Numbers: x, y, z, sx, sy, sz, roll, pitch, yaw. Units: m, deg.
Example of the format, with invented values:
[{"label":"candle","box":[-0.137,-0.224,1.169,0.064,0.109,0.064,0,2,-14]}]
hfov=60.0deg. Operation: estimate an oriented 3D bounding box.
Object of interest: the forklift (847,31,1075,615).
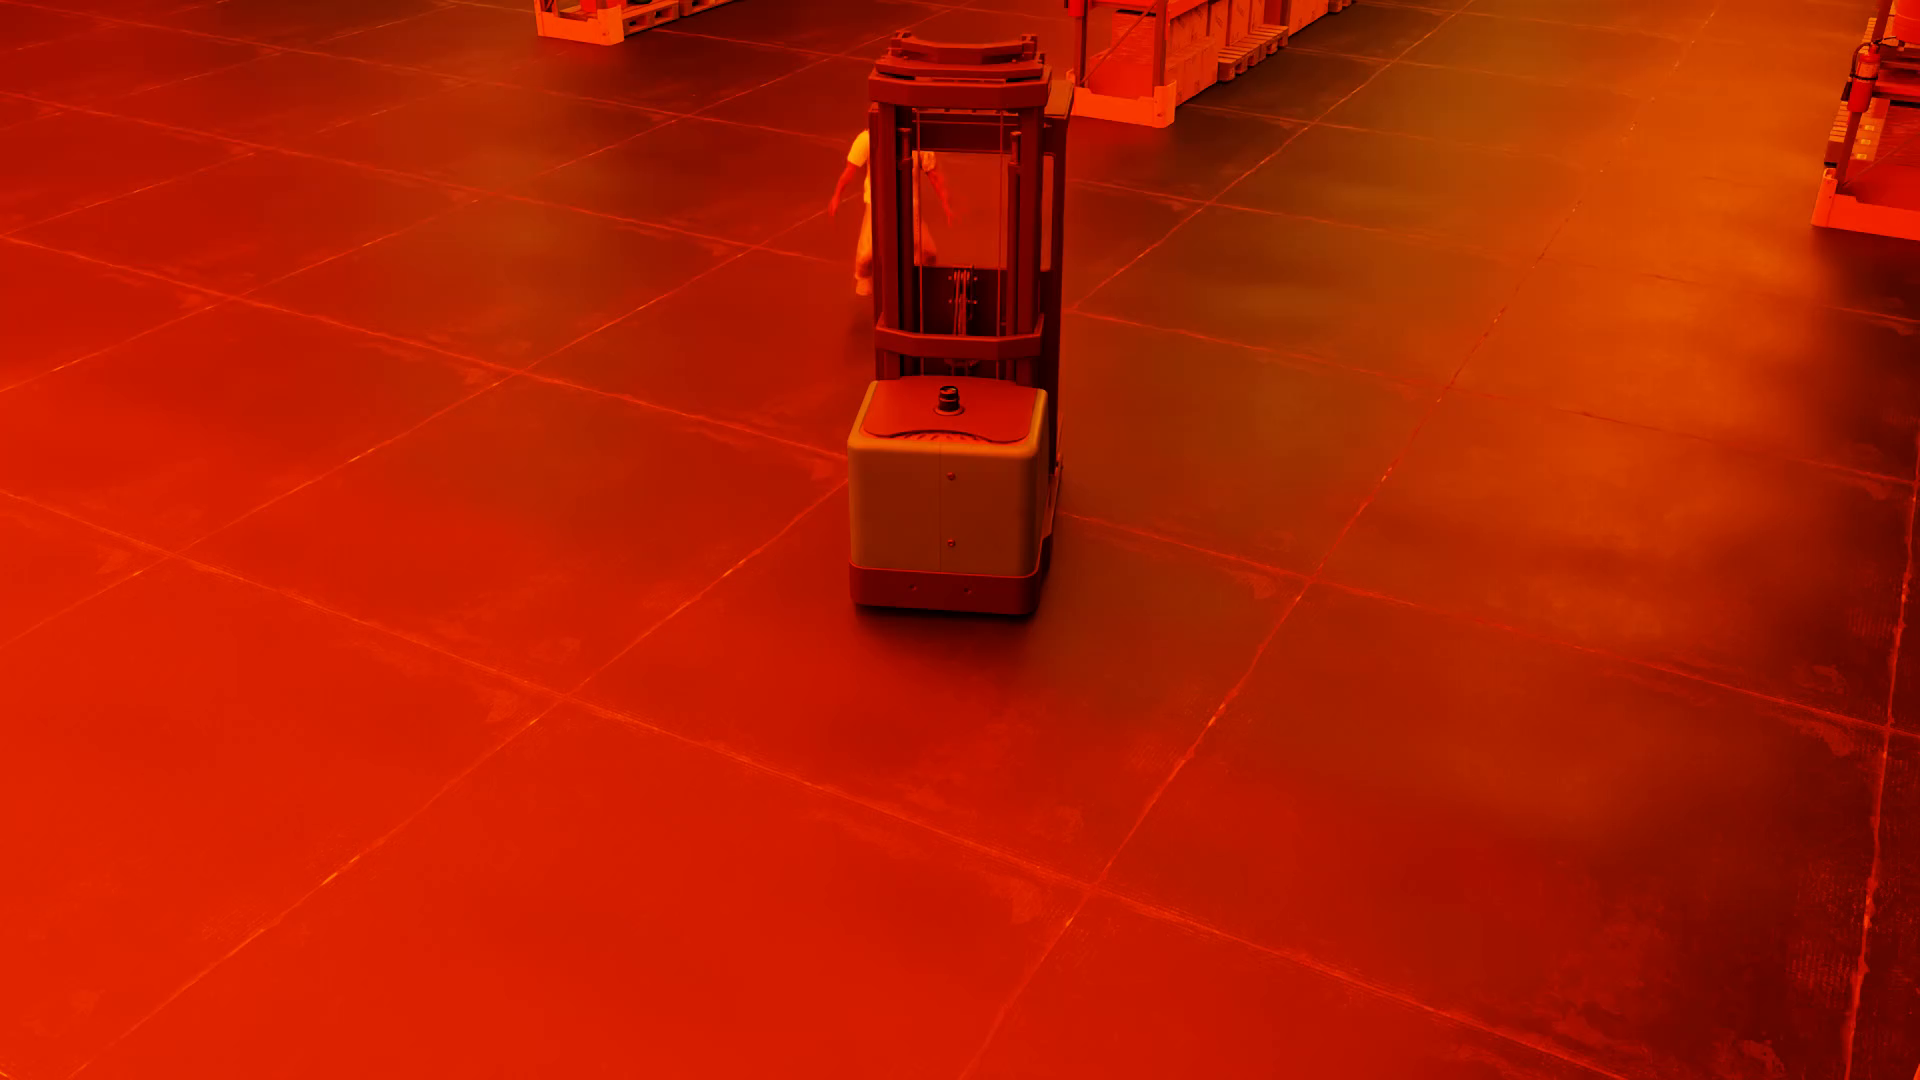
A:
[{"label":"forklift","box":[0.072,-1.572,9.794,1.130,2.935,3.031,3,30,6]}]

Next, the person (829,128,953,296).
[{"label":"person","box":[-0.534,-2.631,12.900,0.956,1.669,0.514,-4,30,-6]}]
